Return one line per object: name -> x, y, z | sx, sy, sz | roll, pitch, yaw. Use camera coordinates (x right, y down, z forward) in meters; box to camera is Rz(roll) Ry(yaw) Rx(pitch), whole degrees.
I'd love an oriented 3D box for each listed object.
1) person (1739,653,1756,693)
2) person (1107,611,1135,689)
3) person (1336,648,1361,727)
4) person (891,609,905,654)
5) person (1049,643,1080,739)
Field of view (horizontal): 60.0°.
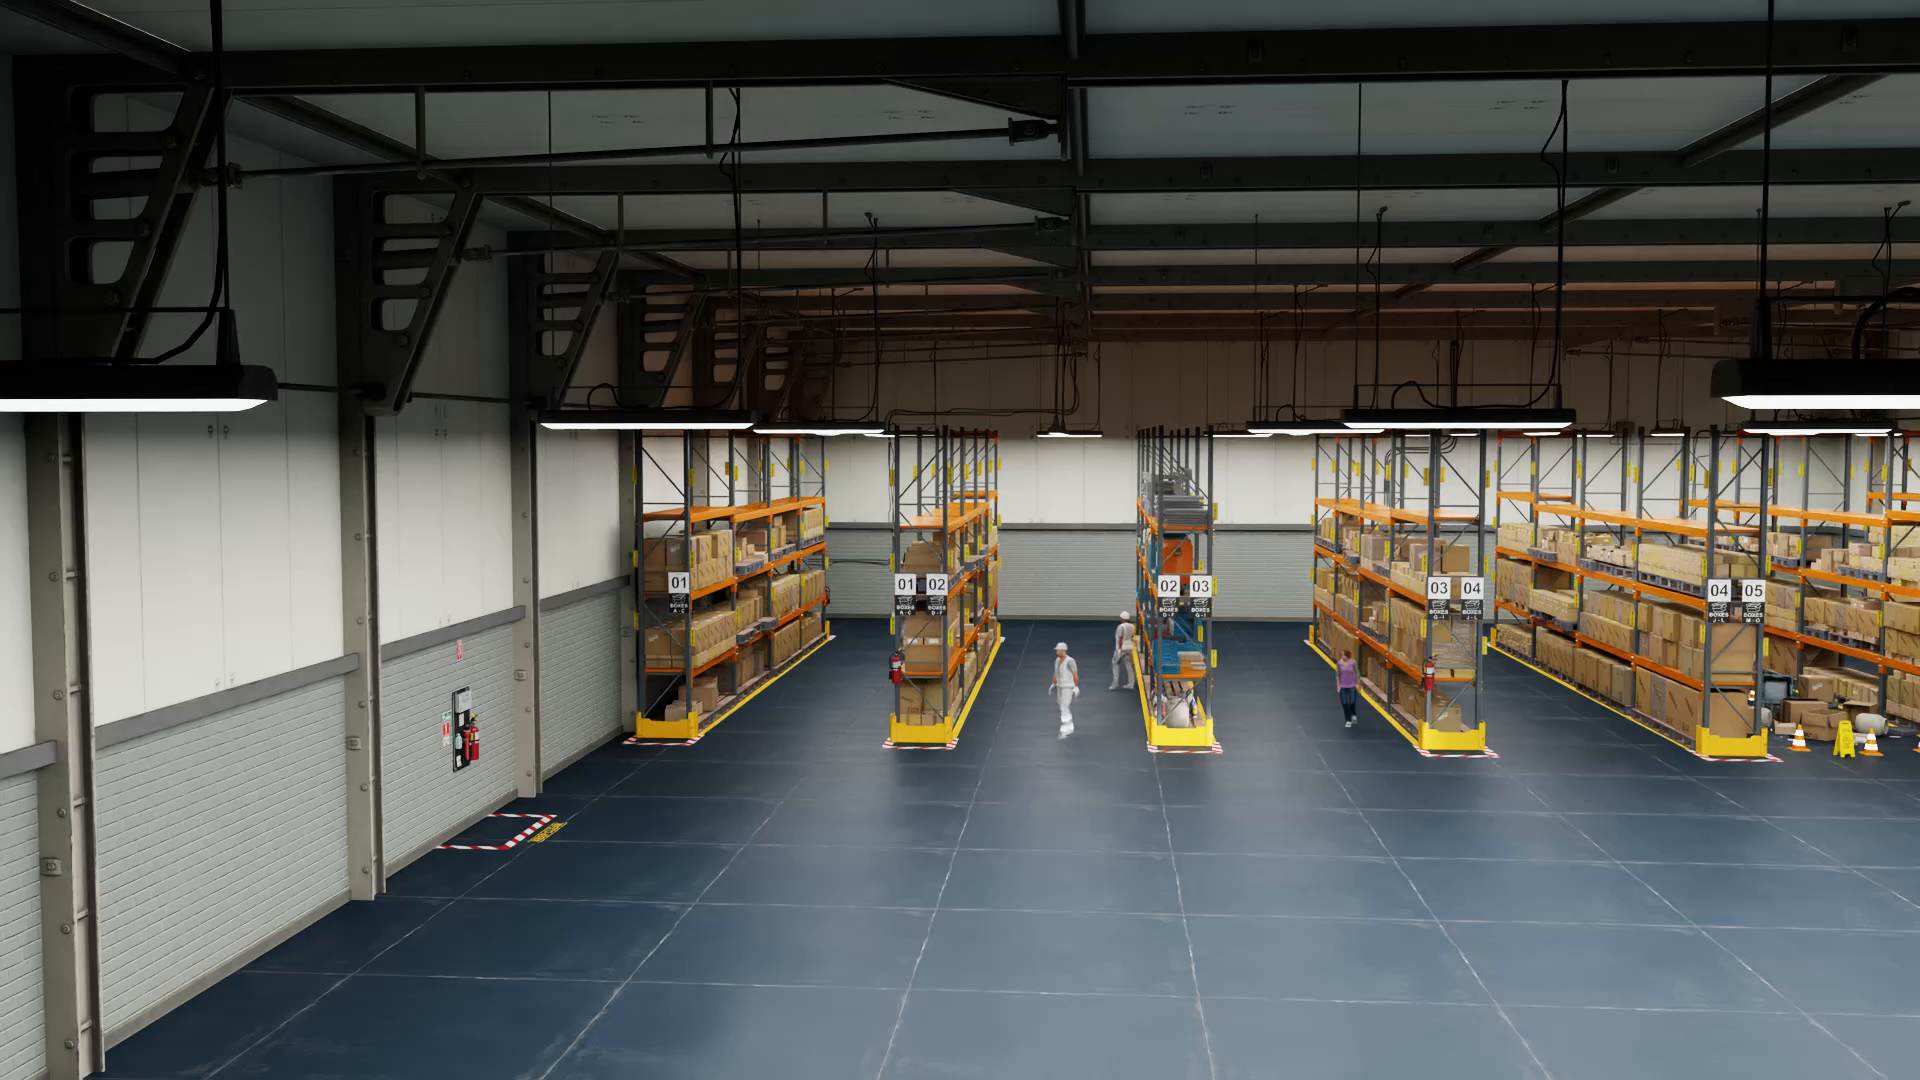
person -> 17.376, 2.724, 36.489 | 0.454, 1.714, 0.595 | 0, 3, -3
person -> 3.772, 2.555, 38.228 | 0.584, 1.838, 0.581 | -2, 4, -34
person -> 7.765, 2.943, 33.244 | 0.498, 1.579, 0.455 | 1, 4, 23
person -> -1.535, 2.287, 44.255 | 0.529, 1.518, 0.795 | 1, 4, 16
person -> 1.984, 2.900, 32.230 | 0.623, 1.805, 0.628 | -2, 4, -33
